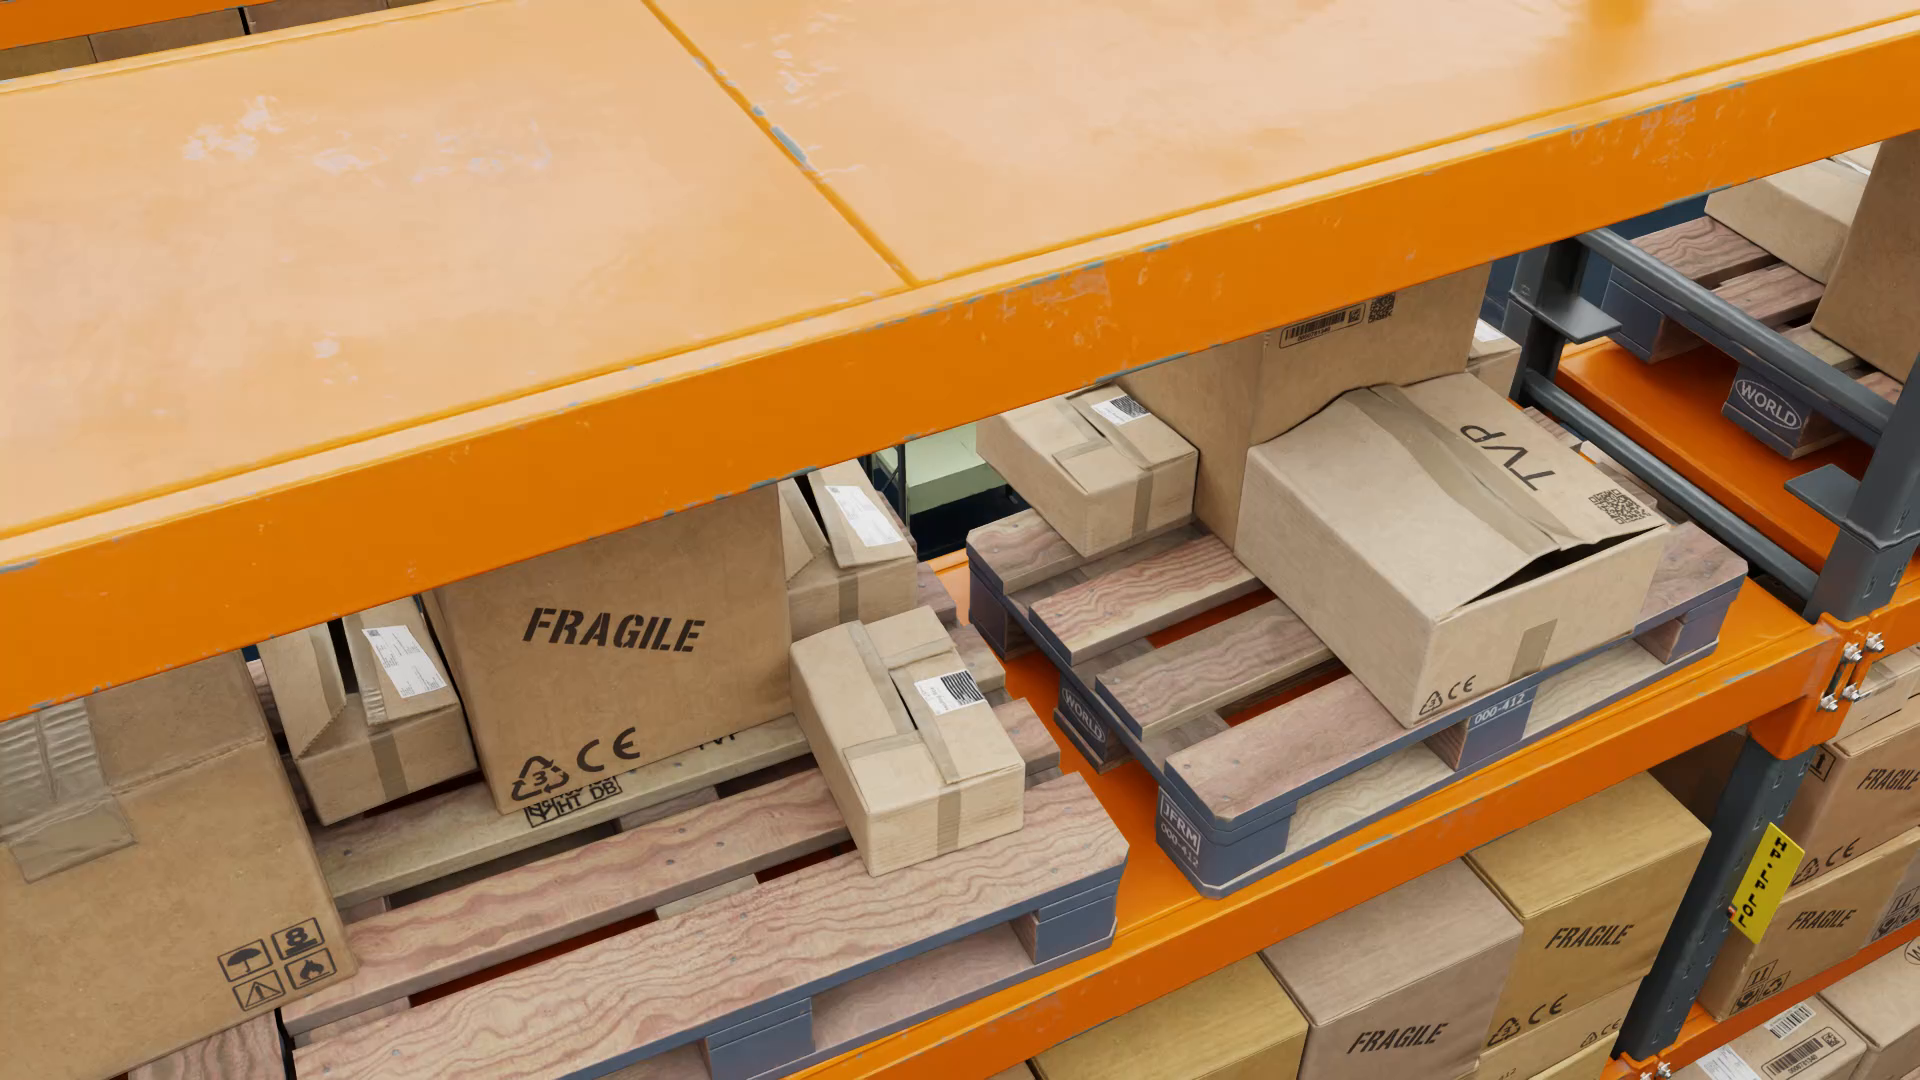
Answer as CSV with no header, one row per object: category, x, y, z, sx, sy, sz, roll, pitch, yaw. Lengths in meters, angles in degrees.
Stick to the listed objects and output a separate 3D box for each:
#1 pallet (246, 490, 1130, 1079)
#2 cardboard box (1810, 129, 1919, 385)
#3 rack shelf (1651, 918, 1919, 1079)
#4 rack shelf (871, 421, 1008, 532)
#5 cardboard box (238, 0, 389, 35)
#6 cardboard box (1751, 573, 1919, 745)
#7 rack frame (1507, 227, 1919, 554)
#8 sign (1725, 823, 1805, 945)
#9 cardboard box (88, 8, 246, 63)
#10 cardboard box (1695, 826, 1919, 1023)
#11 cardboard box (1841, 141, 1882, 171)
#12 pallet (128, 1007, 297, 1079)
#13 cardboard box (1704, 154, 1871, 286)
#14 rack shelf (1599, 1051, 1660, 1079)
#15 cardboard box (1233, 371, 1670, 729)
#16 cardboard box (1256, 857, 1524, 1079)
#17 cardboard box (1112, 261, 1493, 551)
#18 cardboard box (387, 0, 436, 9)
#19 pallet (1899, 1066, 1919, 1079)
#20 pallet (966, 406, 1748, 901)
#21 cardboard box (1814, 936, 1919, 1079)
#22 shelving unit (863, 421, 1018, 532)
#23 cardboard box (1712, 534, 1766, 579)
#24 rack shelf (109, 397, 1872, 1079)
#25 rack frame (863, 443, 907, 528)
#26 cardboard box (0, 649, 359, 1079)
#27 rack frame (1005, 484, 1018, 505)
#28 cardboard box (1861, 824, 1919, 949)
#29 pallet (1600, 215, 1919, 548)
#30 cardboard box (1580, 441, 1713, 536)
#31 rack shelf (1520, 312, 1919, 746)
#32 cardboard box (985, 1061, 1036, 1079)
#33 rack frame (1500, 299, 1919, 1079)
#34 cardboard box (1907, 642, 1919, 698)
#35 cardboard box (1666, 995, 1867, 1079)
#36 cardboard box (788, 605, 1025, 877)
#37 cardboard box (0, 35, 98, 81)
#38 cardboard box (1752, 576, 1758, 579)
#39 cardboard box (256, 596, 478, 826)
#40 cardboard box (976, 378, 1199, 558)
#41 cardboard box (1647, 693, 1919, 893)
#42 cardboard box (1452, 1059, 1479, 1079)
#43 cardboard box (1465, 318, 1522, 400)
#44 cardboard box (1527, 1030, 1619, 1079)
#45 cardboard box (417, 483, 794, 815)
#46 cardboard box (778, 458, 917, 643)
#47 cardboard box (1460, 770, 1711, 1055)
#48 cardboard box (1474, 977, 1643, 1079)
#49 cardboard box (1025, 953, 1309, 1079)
pallet,-0.493,0.428,2.736,1.213,0.211,1.003,-17,43,-19
cardboard box,2.137,-0.571,3.291,0.500,0.500,0.500,-18,43,-20
rack shelf,3.292,0.543,5.332,4.000,0.370,1.077,-19,44,-21
rack shelf,-0.006,-0.322,7.463,0.720,0.370,0.431,-19,44,-21
cardboard box,-4.410,-3.693,11.099,0.875,0.875,1.225,-20,44,-22
cardboard box,1.918,0.253,3.766,0.250,0.149,0.380,-19,44,-21
rack frame,1.518,-1.424,2.457,0.127,3.000,1.000,-19,44,-21
sign,1.777,0.762,3.682,0.005,0.325,0.100,-19,44,-21
cardboard box,-5.191,-3.424,10.782,0.875,0.875,1.225,-18,44,-21
cardboard box,2.055,0.837,4.351,0.500,0.500,0.500,-17,43,-19
cardboard box,2.171,-0.835,3.874,0.250,0.149,0.380,-18,43,-20
pallet,-1.483,0.764,2.339,1.003,0.211,1.213,-17,43,-19
cardboard box,1.937,-0.801,3.743,0.258,0.266,0.396,-17,43,-19
rack shelf,-0.256,1.737,3.922,4.000,0.370,1.077,-19,44,-21
cardboard box,0.833,-0.022,2.866,0.500,0.311,0.500,-19,44,-21
cardboard box,0.782,0.881,3.525,0.500,0.500,0.500,-18,43,-20
cardboard box,0.602,-0.381,3.143,0.500,0.500,0.500,-19,44,-21
cardboard box,-3.618,-3.960,11.415,0.875,0.875,1.225,-18,44,-21
pallet,3.312,1.381,5.944,1.213,0.211,1.003,-19,44,-21
pallet,0.728,0.095,3.131,1.217,0.209,0.805,-20,44,-22
cardboard box,2.918,1.290,5.552,0.875,0.438,0.875,-20,44,-22
shelving unit,-0.006,-0.570,7.252,0.755,1.500,0.431,-19,44,-21
cardboard box,1.928,-0.093,4.173,0.250,0.149,0.380,-18,43,-20
rack shelf,-0.256,0.592,2.953,4.000,0.370,1.077,-19,44,-21
rack frame,-0.331,-0.461,7.123,0.023,1.500,0.400,-19,44,-21
cardboard box,-1.239,0.312,2.325,0.500,0.500,0.700,-21,44,-23
rack frame,0.319,-0.680,7.381,0.023,1.500,0.400,-19,44,-21
cardboard box,2.503,0.689,4.525,0.500,0.500,0.500,-18,44,-20
pallet,2.249,-0.484,3.736,1.213,0.211,1.003,-19,44,-21
cardboard box,1.644,-0.076,4.154,0.250,0.149,0.380,-19,44,-21
rack shelf,3.292,-0.602,4.363,4.000,0.370,1.077,-19,44,-21
cardboard box,-0.129,1.185,3.167,0.500,0.500,0.500,-18,43,-20
rack frame,1.518,0.865,4.395,0.127,3.000,1.000,-19,44,-21
cardboard box,2.138,0.167,3.867,0.250,0.149,0.380,-18,43,-20
cardboard box,2.125,1.557,5.236,0.875,0.438,0.875,-19,44,-21
cardboard box,-0.090,0.300,2.597,0.250,0.166,0.380,-15,43,-17
cardboard box,-5.986,-3.163,10.473,0.875,0.875,1.225,-21,44,-23
cardboard box,1.809,0.147,4.393,0.500,0.500,0.500,-19,44,-21
cardboard box,-0.970,0.194,2.646,0.258,0.266,0.396,-20,44,-22
cardboard box,0.234,-0.174,3.156,0.250,0.166,0.380,-22,45,-23
cardboard box,2.052,0.442,4.043,0.500,0.500,0.500,-18,44,-20
cardboard box,0.800,1.156,3.781,0.500,0.250,0.500,-18,43,-20
cardboard box,0.913,-0.440,3.394,0.258,0.266,0.396,-19,44,-21
cardboard box,1.237,1.201,4.115,0.500,0.250,0.500,-20,44,-22
cardboard box,-0.600,0.024,2.665,0.500,0.500,0.500,-18,44,-20
cardboard box,-0.264,-0.044,2.926,0.258,0.266,0.396,-15,43,-17
cardboard box,1.238,0.723,3.712,0.500,0.500,0.500,-17,43,-19
cardboard box,1.239,1.003,3.962,0.500,0.250,0.500,-19,44,-21
cardboard box,0.324,1.022,3.359,0.500,0.500,0.500,-17,43,-19
